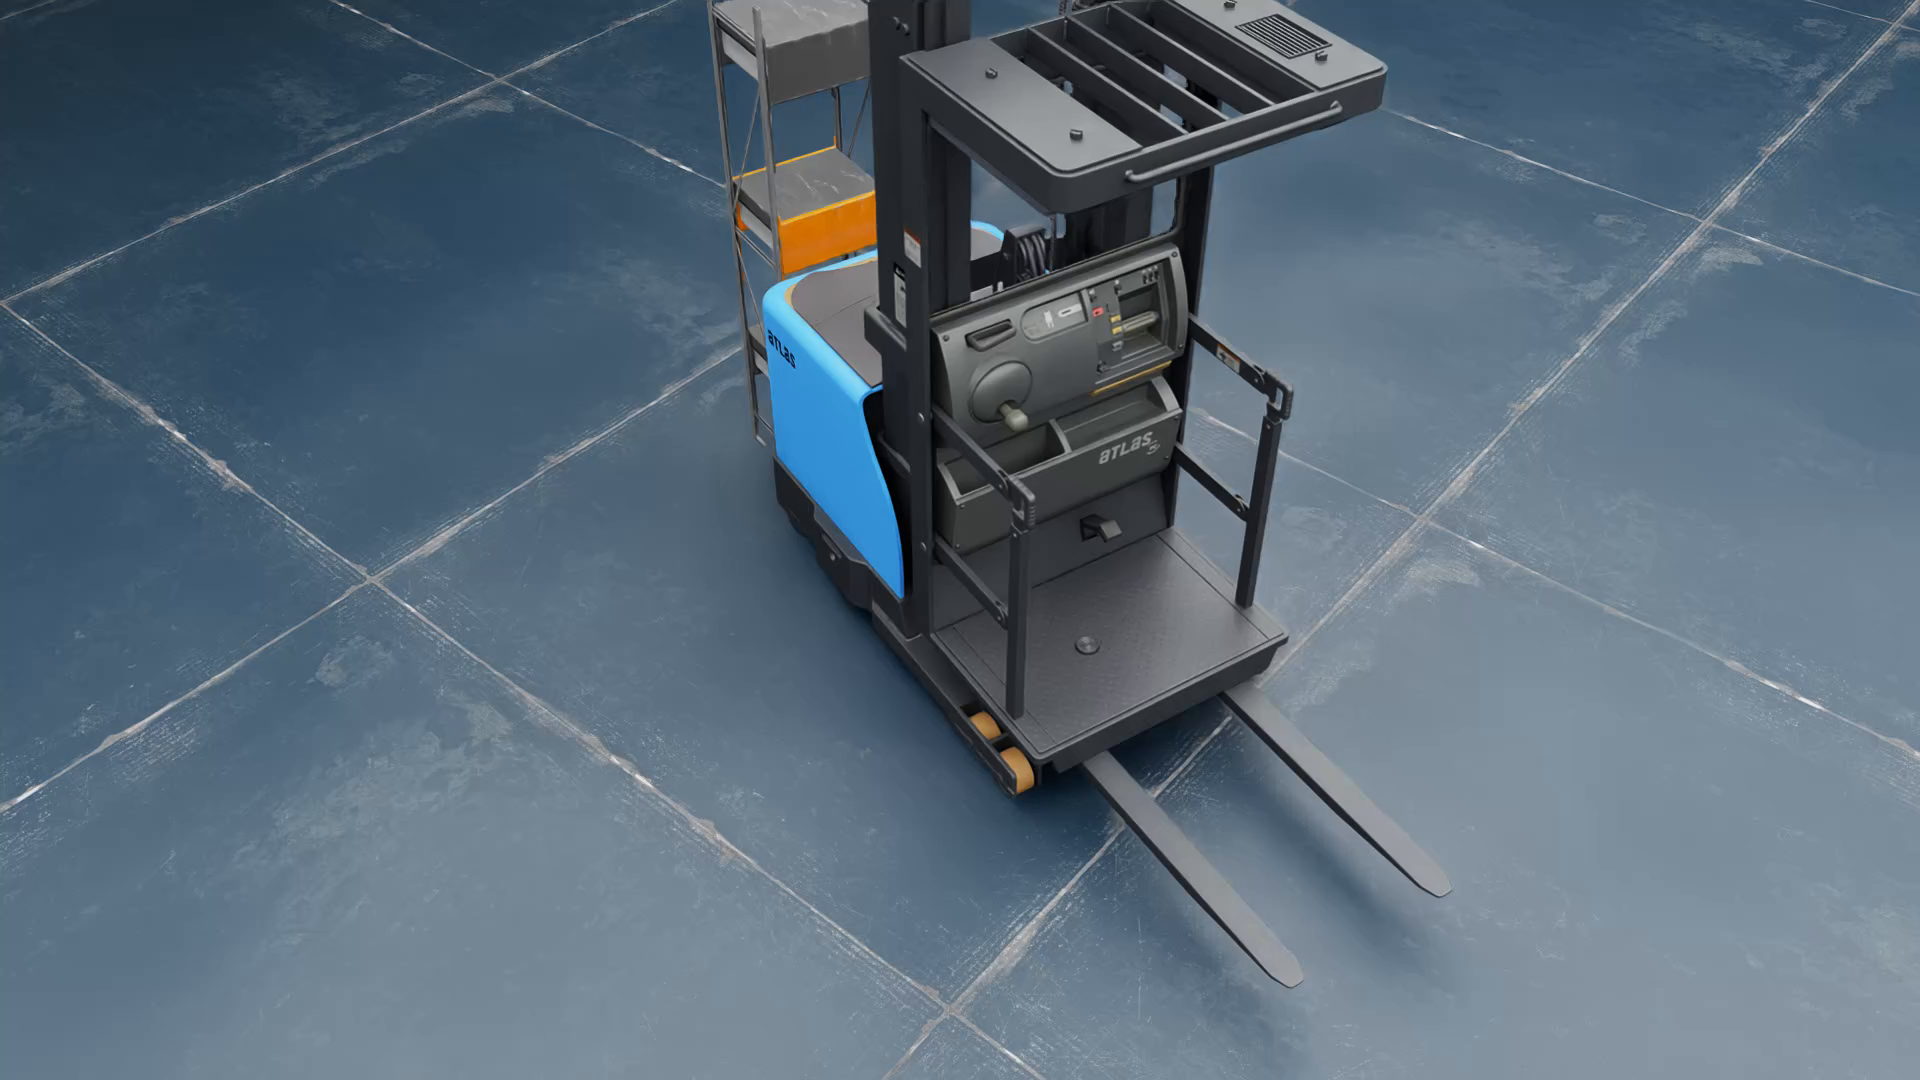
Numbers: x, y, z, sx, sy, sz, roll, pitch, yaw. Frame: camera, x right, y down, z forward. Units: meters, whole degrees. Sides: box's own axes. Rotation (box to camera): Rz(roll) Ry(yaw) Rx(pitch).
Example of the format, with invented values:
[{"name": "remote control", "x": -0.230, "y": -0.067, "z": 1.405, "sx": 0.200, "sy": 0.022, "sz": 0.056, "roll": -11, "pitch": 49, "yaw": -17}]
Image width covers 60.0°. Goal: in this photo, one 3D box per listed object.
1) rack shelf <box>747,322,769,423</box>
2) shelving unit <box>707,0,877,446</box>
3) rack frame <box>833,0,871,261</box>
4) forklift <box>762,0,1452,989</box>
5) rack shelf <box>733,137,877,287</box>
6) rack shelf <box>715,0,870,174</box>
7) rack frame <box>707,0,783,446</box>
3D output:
[{"name": "rack shelf", "x": -0.583, "y": -0.683, "z": 7.002, "sx": 0.480, "sy": 0.518, "sz": 0.431, "roll": -24, "pitch": 47, "yaw": -24}, {"name": "shelving unit", "x": -0.583, "y": -1.211, "z": 6.522, "sx": 0.503, "sy": 2.100, "sz": 0.431, "roll": -24, "pitch": 47, "yaw": -24}, {"name": "rack frame", "x": -0.378, "y": -1.301, "z": 6.620, "sx": 0.015, "sy": 2.100, "sz": 0.400, "roll": -24, "pitch": 47, "yaw": -24}, {"name": "forklift", "x": 0.457, "y": -0.565, "z": 5.193, "sx": 1.130, "sy": 2.935, "sz": 3.031, "roll": -23, "pitch": 47, "yaw": -23}, {"name": "rack shelf", "x": -0.583, "y": -1.201, "z": 6.531, "sx": 0.480, "sy": 0.518, "sz": 0.431, "roll": -24, "pitch": 47, "yaw": -24}, {"name": "rack shelf", "x": -0.583, "y": -1.719, "z": 6.060, "sx": 0.480, "sy": 0.518, "sz": 0.431, "roll": -24, "pitch": 47, "yaw": -24}, {"name": "rack frame", "x": -0.787, "y": -1.122, "z": 6.423, "sx": 0.015, "sy": 2.100, "sz": 0.400, "roll": -24, "pitch": 47, "yaw": -24}]
